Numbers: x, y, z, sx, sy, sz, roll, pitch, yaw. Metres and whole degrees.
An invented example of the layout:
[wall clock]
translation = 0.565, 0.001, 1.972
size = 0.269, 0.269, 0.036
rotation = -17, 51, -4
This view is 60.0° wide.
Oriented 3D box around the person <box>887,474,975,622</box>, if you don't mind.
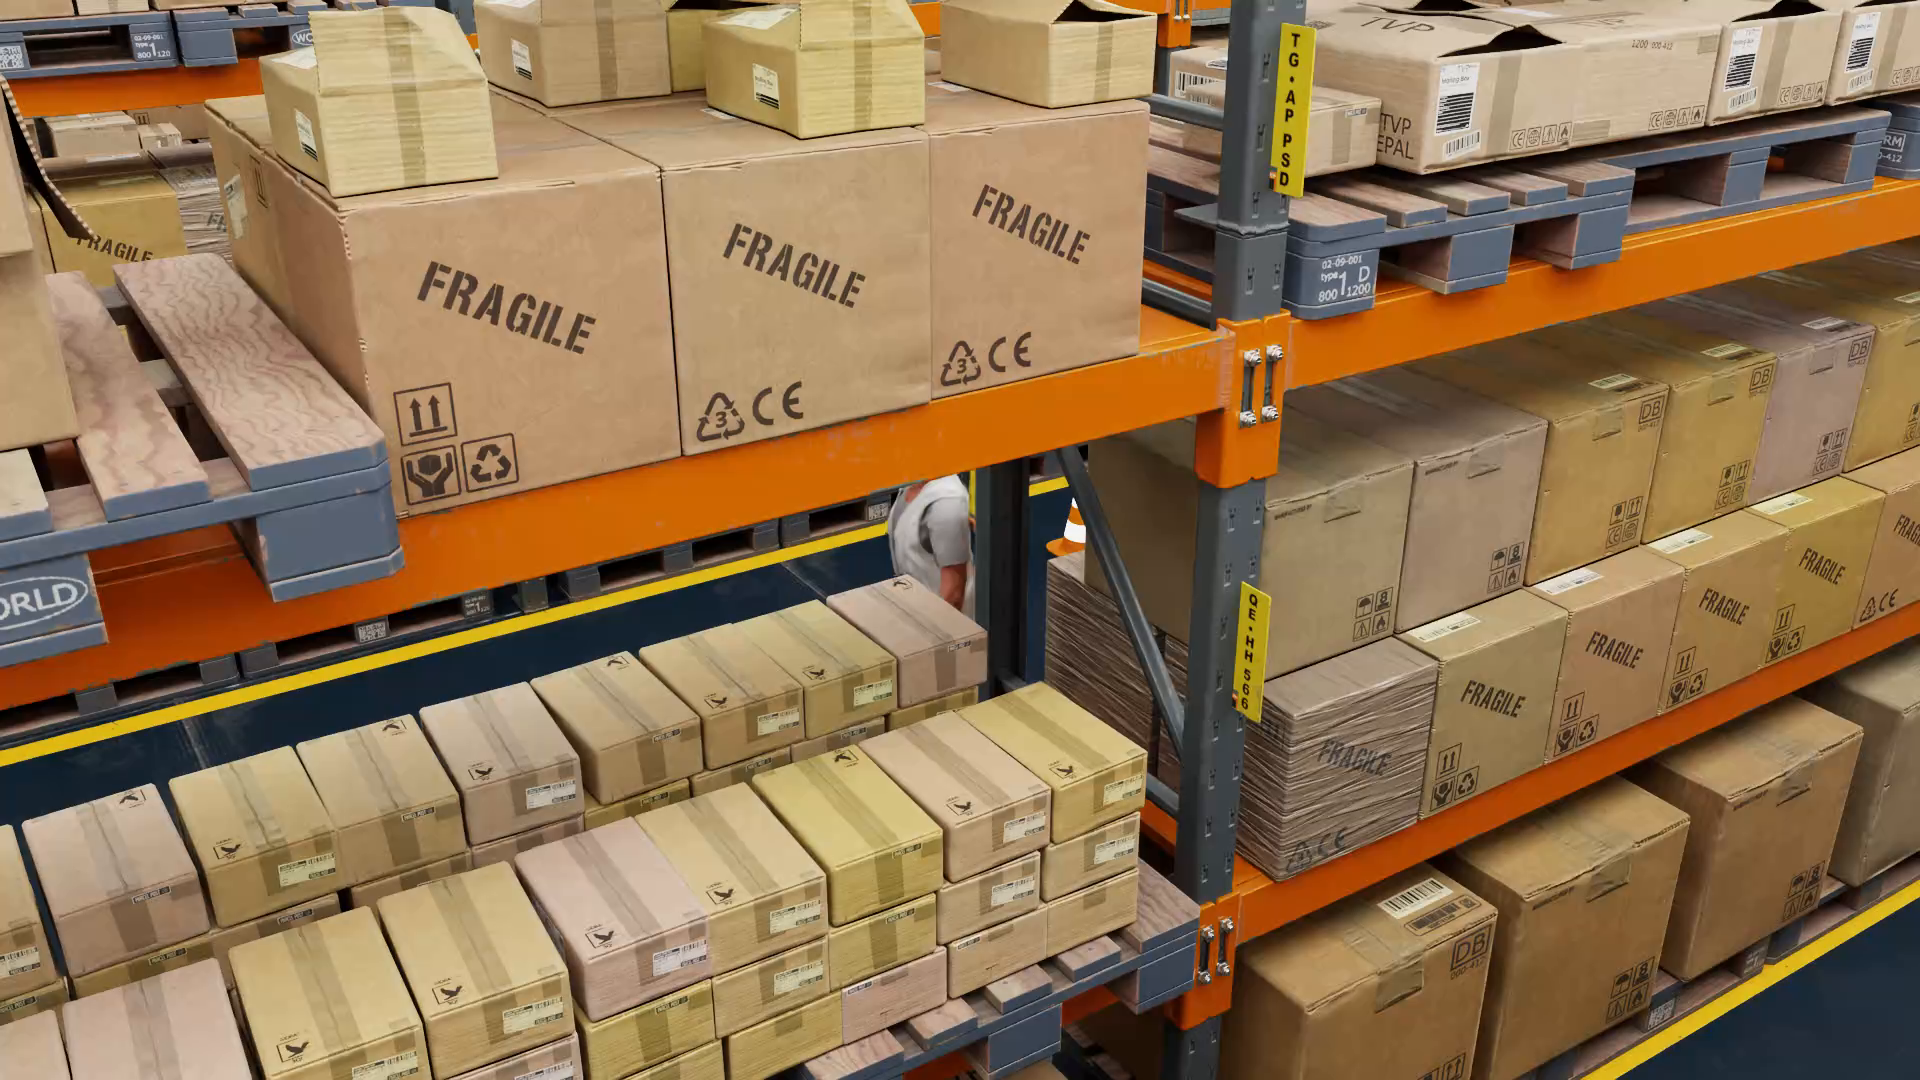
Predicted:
[person]
translation = -0.073, 0.283, 6.492
size = 1.060, 1.747, 0.576
rotation = -10, 27, -21
